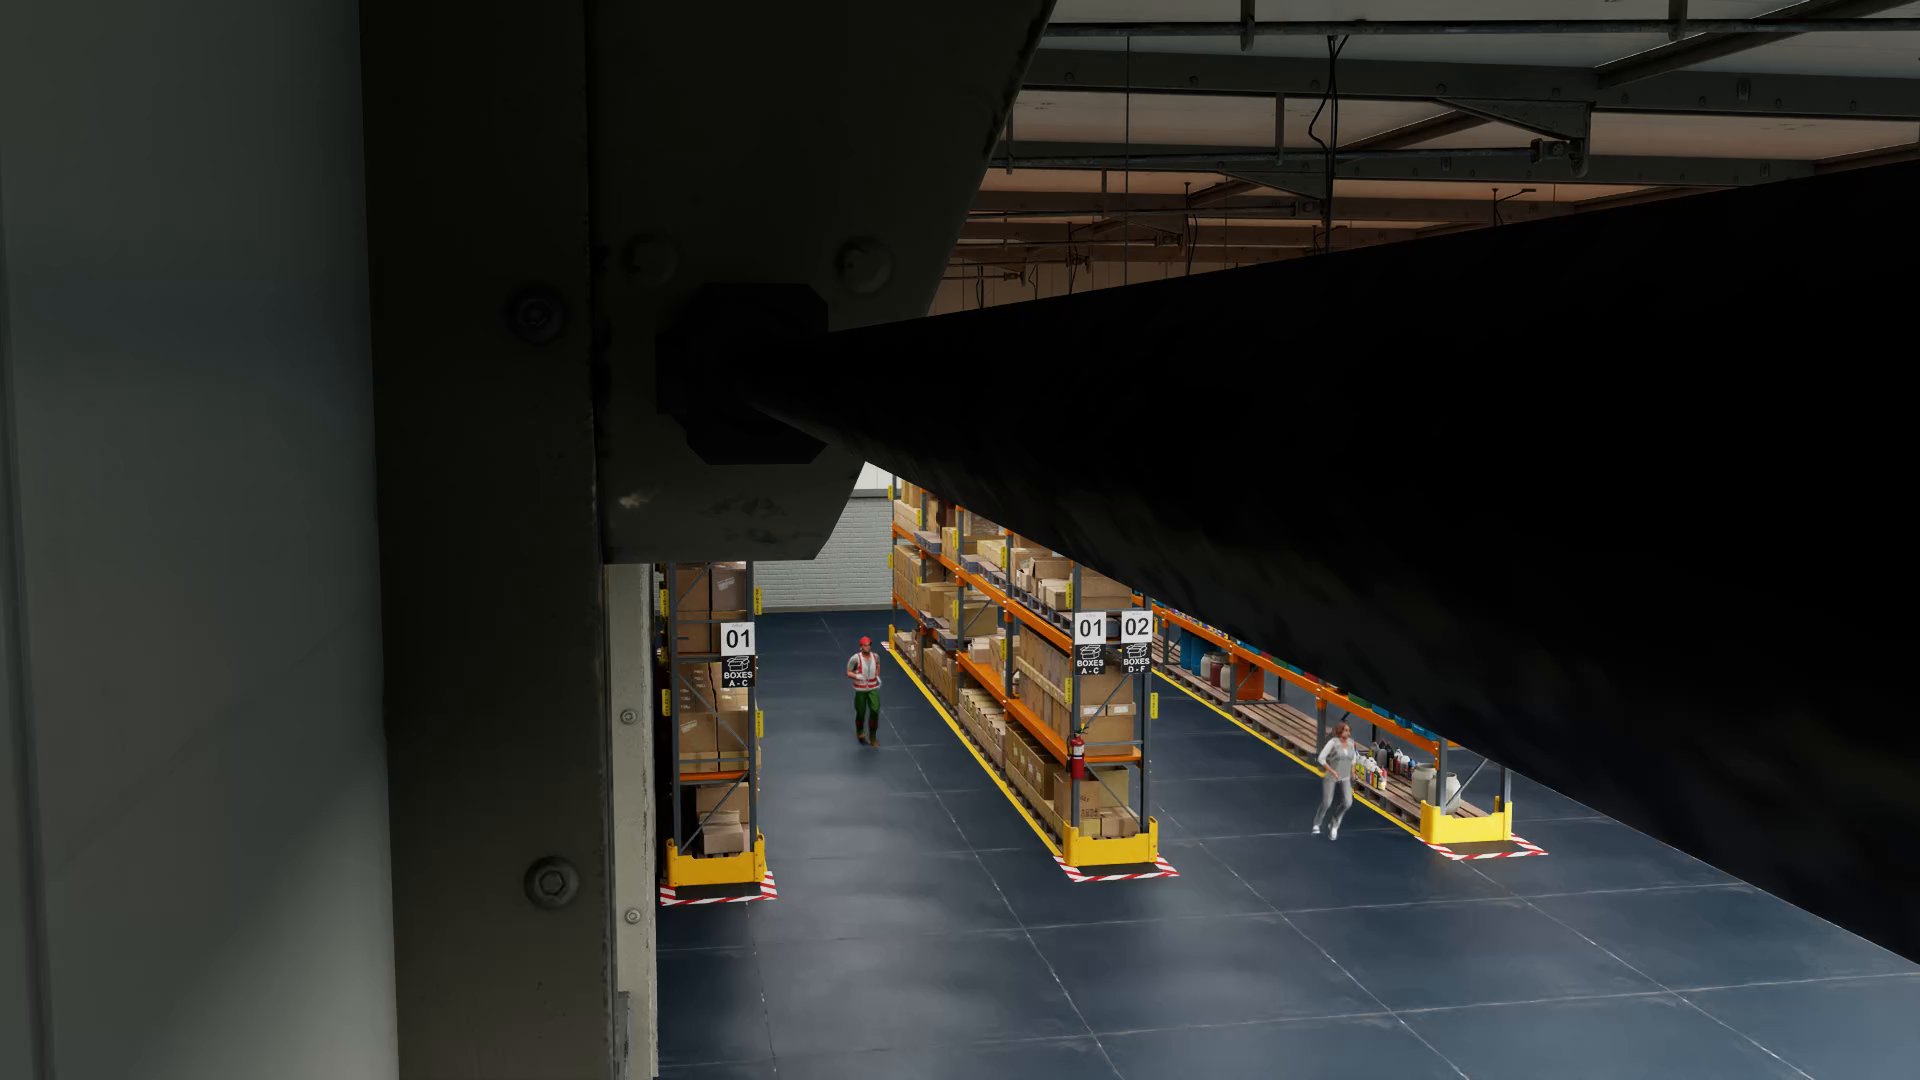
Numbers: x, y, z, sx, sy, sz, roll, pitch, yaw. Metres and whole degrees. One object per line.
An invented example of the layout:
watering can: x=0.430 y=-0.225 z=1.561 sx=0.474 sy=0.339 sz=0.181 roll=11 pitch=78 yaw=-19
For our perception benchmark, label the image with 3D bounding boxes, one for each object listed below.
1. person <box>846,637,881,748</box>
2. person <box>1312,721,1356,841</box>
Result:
person: x=-1.570 y=2.500 z=27.366 sx=0.632 sy=1.841 sz=0.776 roll=-2 pitch=6 yaw=-17
person: x=5.016 y=3.178 z=22.027 sx=0.604 sy=1.568 sz=0.593 roll=-1 pitch=6 yaw=-12
